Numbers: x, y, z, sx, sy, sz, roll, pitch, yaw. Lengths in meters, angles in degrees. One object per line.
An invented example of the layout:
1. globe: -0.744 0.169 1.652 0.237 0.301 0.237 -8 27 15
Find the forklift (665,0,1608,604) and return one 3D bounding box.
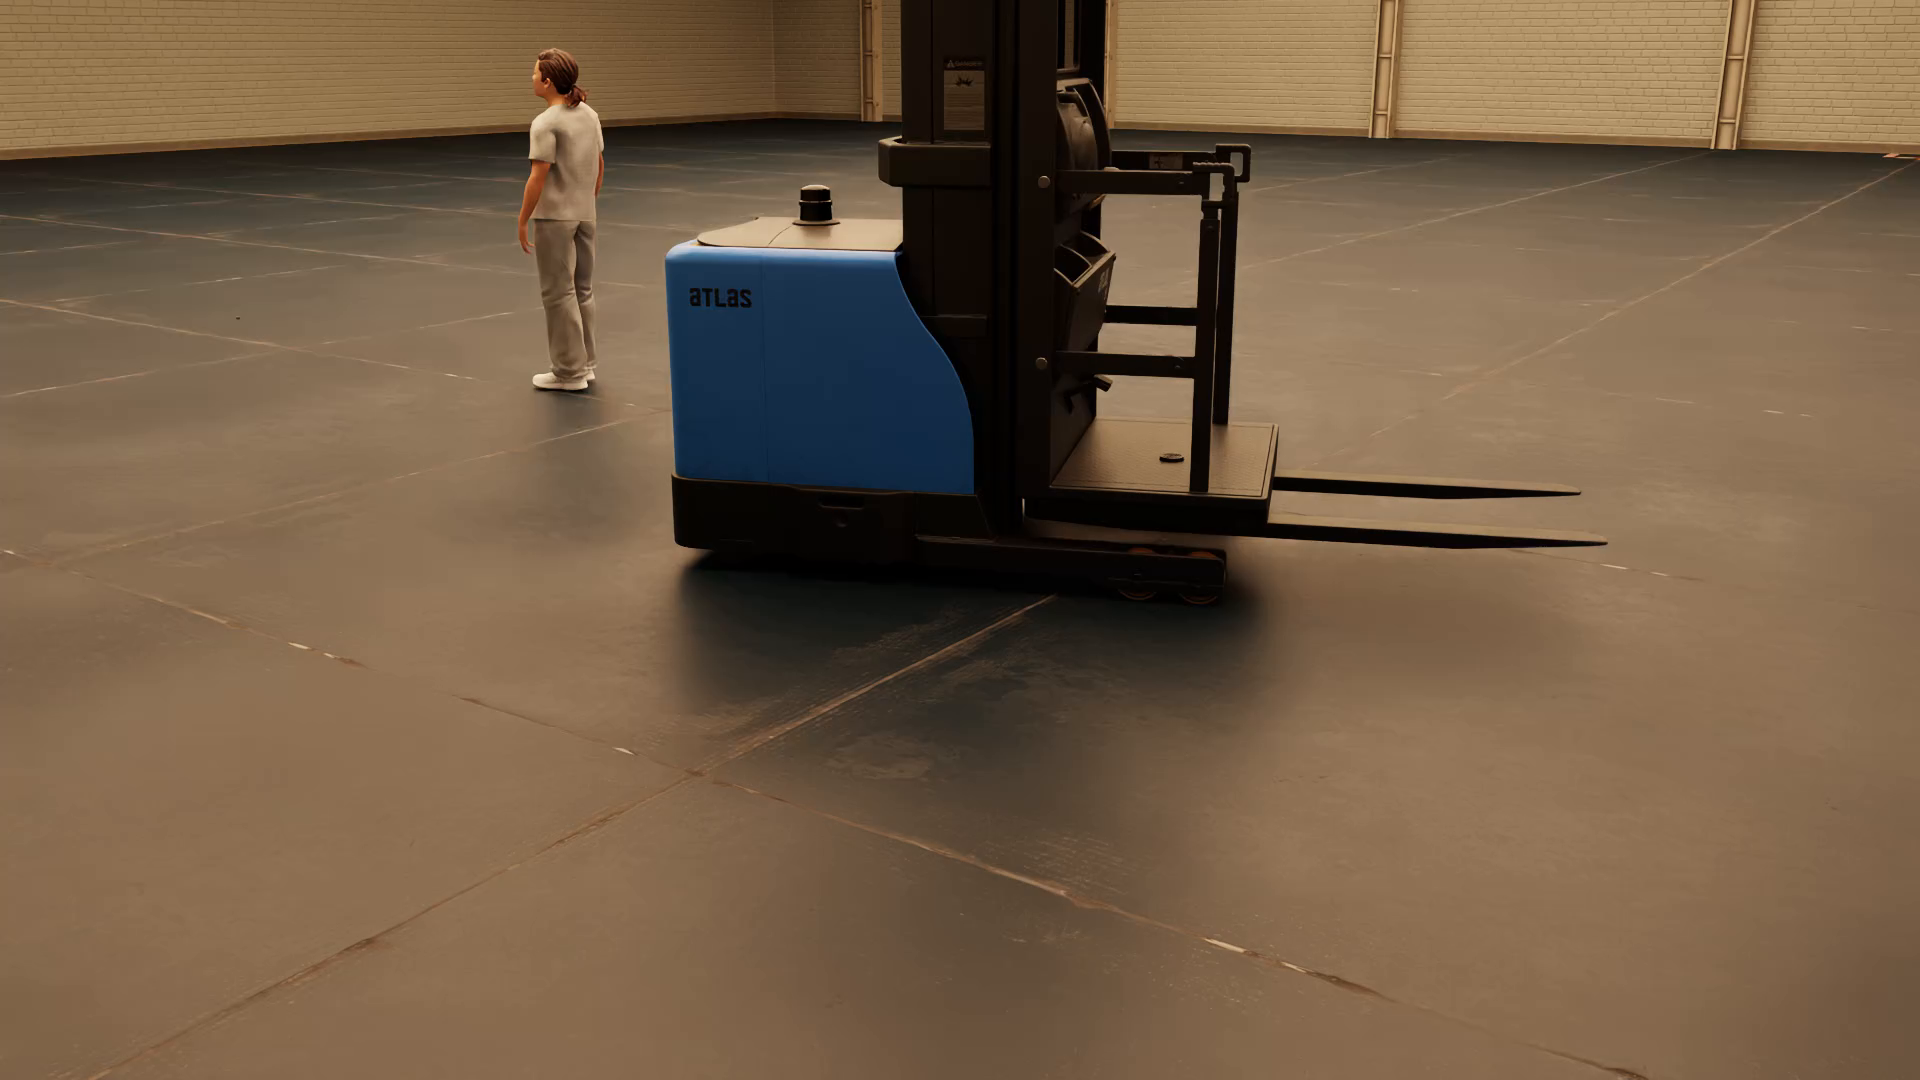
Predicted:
1. forklift: 0.595 -1.367 5.404 3.031 2.935 1.130 4 17 12

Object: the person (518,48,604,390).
1. person: -2.025 -1.584 8.296 0.548 1.673 0.550 9 19 27
